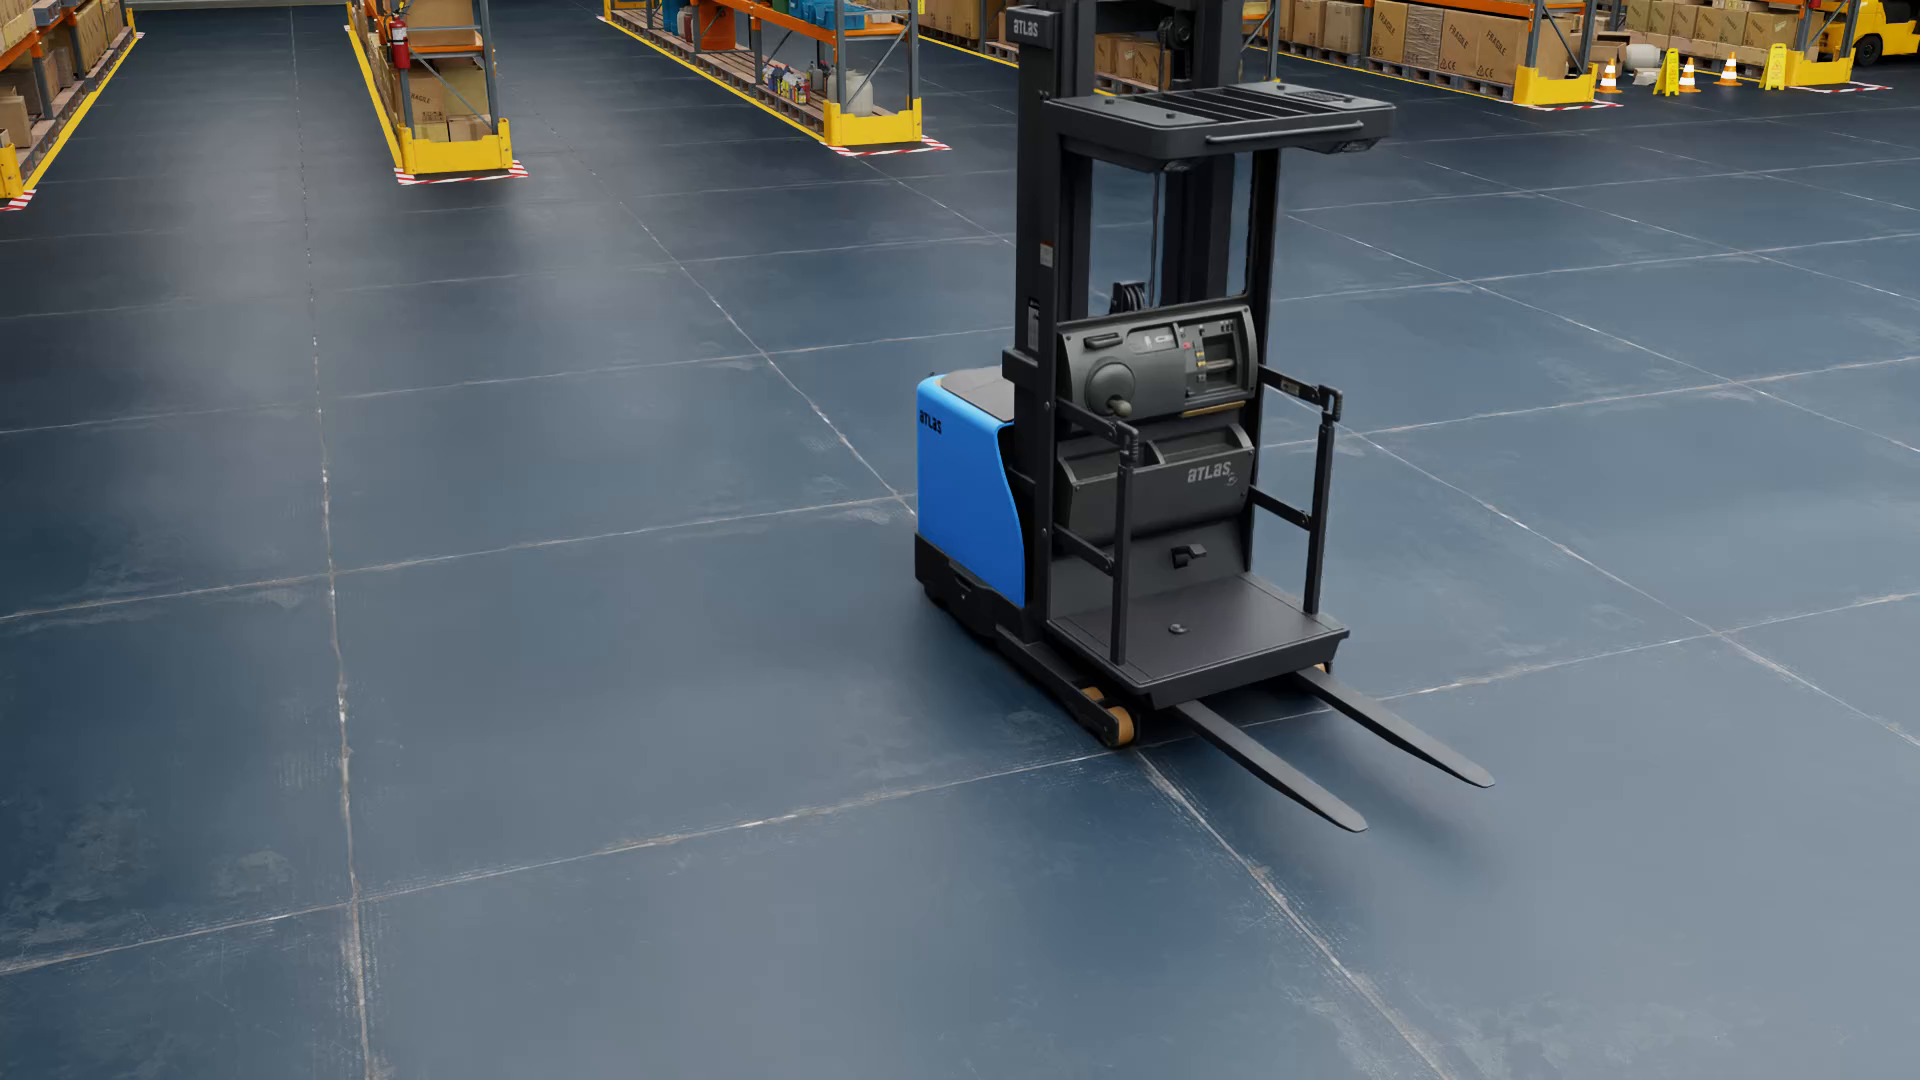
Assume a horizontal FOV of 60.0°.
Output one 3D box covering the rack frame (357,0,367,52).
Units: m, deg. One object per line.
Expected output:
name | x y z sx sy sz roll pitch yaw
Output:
rack frame | -9.862 -9.908 28.396 1.000 3.000 0.127 -8 24 -19

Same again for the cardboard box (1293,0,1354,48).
cardboard box | 6.268 -8.724 27.942 1.050 0.750 0.750 -8 24 -19

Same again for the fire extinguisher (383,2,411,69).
fire extinguisher | -6.016 -5.406 17.813 0.296 0.674 0.183 -8 24 -19

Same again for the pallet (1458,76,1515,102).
pallet | 7.966 -6.544 24.005 1.003 0.211 1.213 -8 24 -19

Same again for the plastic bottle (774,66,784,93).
plastic bottle | -2.437 -6.243 22.544 0.144 0.351 0.185 -9 25 -21

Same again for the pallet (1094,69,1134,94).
pallet | 2.503 -6.835 24.695 1.003 0.211 1.213 -8 24 -19

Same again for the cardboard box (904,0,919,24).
cardboard box | -0.348 -10.251 31.403 1.225 0.875 0.875 -8 24 -19

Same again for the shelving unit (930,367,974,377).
shelving unit | -0.003 -0.418 8.582 0.258 0.900 0.210 -8 24 -19

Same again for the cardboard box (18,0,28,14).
cardboard box | -11.031 -6.296 19.028 0.500 0.500 0.500 -8 24 -19

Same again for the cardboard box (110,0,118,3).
cardboard box | -15.261 -9.666 29.664 0.380 0.149 0.250 -8 24 -18

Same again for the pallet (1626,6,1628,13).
pallet | 14.505 -10.846 34.212 1.003 0.211 1.213 -8 24 -19

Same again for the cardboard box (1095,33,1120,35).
cardboard box | 2.036 -7.636 25.657 0.700 0.500 0.500 -10 25 -23

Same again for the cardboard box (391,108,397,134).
cardboard box | -6.455 -4.990 19.727 0.500 0.250 0.500 -8 24 -19

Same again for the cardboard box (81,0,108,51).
cardboard box | -14.144 -8.212 26.598 0.750 0.750 0.750 -8 24 -18

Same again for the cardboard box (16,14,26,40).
cardboard box | -10.858 -5.767 18.738 0.500 0.250 0.500 -8 24 -19

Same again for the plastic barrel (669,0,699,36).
plastic barrel | -4.800 -9.356 29.246 0.600 0.901 0.708 -8 24 -19

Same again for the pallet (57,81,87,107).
pallet | -12.807 -6.205 23.199 1.003 0.211 1.213 -8 24 -19

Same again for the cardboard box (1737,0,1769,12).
cardboard box | 12.197 -8.216 25.580 0.380 0.149 0.250 -8 24 -17

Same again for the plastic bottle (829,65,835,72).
plastic bottle | -1.722 -6.280 22.632 0.144 0.351 0.185 -8 24 -19

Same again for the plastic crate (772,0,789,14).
plastic crate | -2.185 -7.050 21.887 0.450 0.188 0.662 -8 24 -19

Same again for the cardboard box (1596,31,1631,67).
cardboard box | 10.609 -7.992 27.065 0.500 0.500 0.500 8 24 18

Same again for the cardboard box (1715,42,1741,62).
cardboard box | 12.204 -7.638 26.009 0.500 0.250 0.500 -8 24 -19

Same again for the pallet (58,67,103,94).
pallet | -13.290 -6.786 24.577 1.003 0.211 1.213 -8 24 -19

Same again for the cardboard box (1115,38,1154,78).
cardboard box | 2.546 -7.043 24.276 0.500 0.500 0.500 -1 23 -2

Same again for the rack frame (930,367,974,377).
rack frame | -0.039 -0.455 8.670 0.240 0.900 0.006 -8 24 -19

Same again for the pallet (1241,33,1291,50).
pallet | 5.704 -8.875 29.534 1.003 0.211 1.213 -8 24 -19

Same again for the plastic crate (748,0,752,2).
plastic crate | -2.858 -7.843 23.414 0.402 0.464 0.583 -8 24 -19

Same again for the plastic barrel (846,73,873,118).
plastic barrel | -1.292 -5.502 20.604 0.421 0.512 0.421 0 23 0

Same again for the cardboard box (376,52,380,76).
cardboard box | -7.637 -6.482 22.545 0.500 0.311 0.500 -8 24 -18

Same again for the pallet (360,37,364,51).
pallet | -10.104 -8.873 29.530 1.003 0.211 1.213 -8 24 -19

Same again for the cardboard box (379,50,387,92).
cardboard box | -6.981 -5.881 20.876 0.500 0.500 0.500 -8 24 -19

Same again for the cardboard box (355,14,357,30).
cardboard box | -10.594 -9.312 29.878 0.500 0.311 0.500 -8 24 -19

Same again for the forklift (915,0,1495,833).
forklift | 0.934 -0.709 6.659 1.130 2.935 3.031 -12 26 -26

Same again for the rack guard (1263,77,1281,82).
rack guard | 3.619 -5.782 21.823 1.175 0.500 0.348 -8 24 -19

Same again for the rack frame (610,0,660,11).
rack frame | -6.640 -12.040 33.453 1.000 3.000 0.127 -8 24 -19

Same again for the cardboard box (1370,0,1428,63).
cardboard box | 7.065 -7.979 26.014 0.875 0.875 0.875 -8 24 -18

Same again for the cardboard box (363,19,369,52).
cardboard box | -9.373 -8.191 26.974 0.500 0.500 0.500 -9 25 -21

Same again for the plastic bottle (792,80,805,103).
plastic bottle | -2.110 -5.876 21.770 0.152 0.276 0.135 -8 24 -19

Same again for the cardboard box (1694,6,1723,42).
cardboard box | 12.031 -8.166 26.297 0.500 0.500 0.500 -9 24 -20

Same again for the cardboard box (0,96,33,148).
cardboard box | -10.830 -4.662 18.601 0.700 0.500 0.500 -10 25 -22

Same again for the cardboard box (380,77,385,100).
cardboard box | -7.454 -6.039 22.215 0.500 0.250 0.500 -9 24 -20

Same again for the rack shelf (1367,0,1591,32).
rack shelf | 7.615 -7.945 24.664 1.077 0.370 4.000 -8 24 -19

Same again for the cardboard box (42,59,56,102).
cardboard box | -12.317 -6.008 21.795 0.700 0.500 0.500 -8 24 -18

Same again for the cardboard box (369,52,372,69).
cardboard box | -8.539 -7.151 24.853 0.500 0.250 0.500 -8 24 -19

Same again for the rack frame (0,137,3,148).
rack frame | -10.256 -4.867 16.435 1.000 3.000 0.127 -8 24 -19

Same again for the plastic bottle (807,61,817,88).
plastic bottle | -2.038 -6.447 23.029 0.144 0.351 0.185 -8 24 -19

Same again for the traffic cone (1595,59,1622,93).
traffic cone | 9.463 -6.768 24.213 0.336 0.463 0.334 -8 24 -19

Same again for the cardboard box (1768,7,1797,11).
cardboard box | 12.693 -8.066 26.060 0.500 0.500 0.500 -9 25 -21

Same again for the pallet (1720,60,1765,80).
pallet | 12.636 -7.308 25.817 1.003 0.211 1.213 -8 24 -19

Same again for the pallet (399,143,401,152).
pallet | -5.932 -4.535 19.238 1.003 0.211 1.213 -8 24 -19

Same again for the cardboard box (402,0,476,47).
cardboard box | -5.776 -5.765 18.438 0.700 0.500 0.500 -8 24 -19

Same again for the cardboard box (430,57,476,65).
cardboard box | -6.132 -5.591 20.186 0.500 0.500 0.500 -8 24 -19

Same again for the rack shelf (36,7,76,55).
rack shelf | -12.376 -6.715 21.747 1.077 0.370 4.000 -8 24 -19

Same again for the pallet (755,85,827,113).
pallet | -2.202 -6.145 23.057 1.003 0.211 1.213 -8 24 -19
